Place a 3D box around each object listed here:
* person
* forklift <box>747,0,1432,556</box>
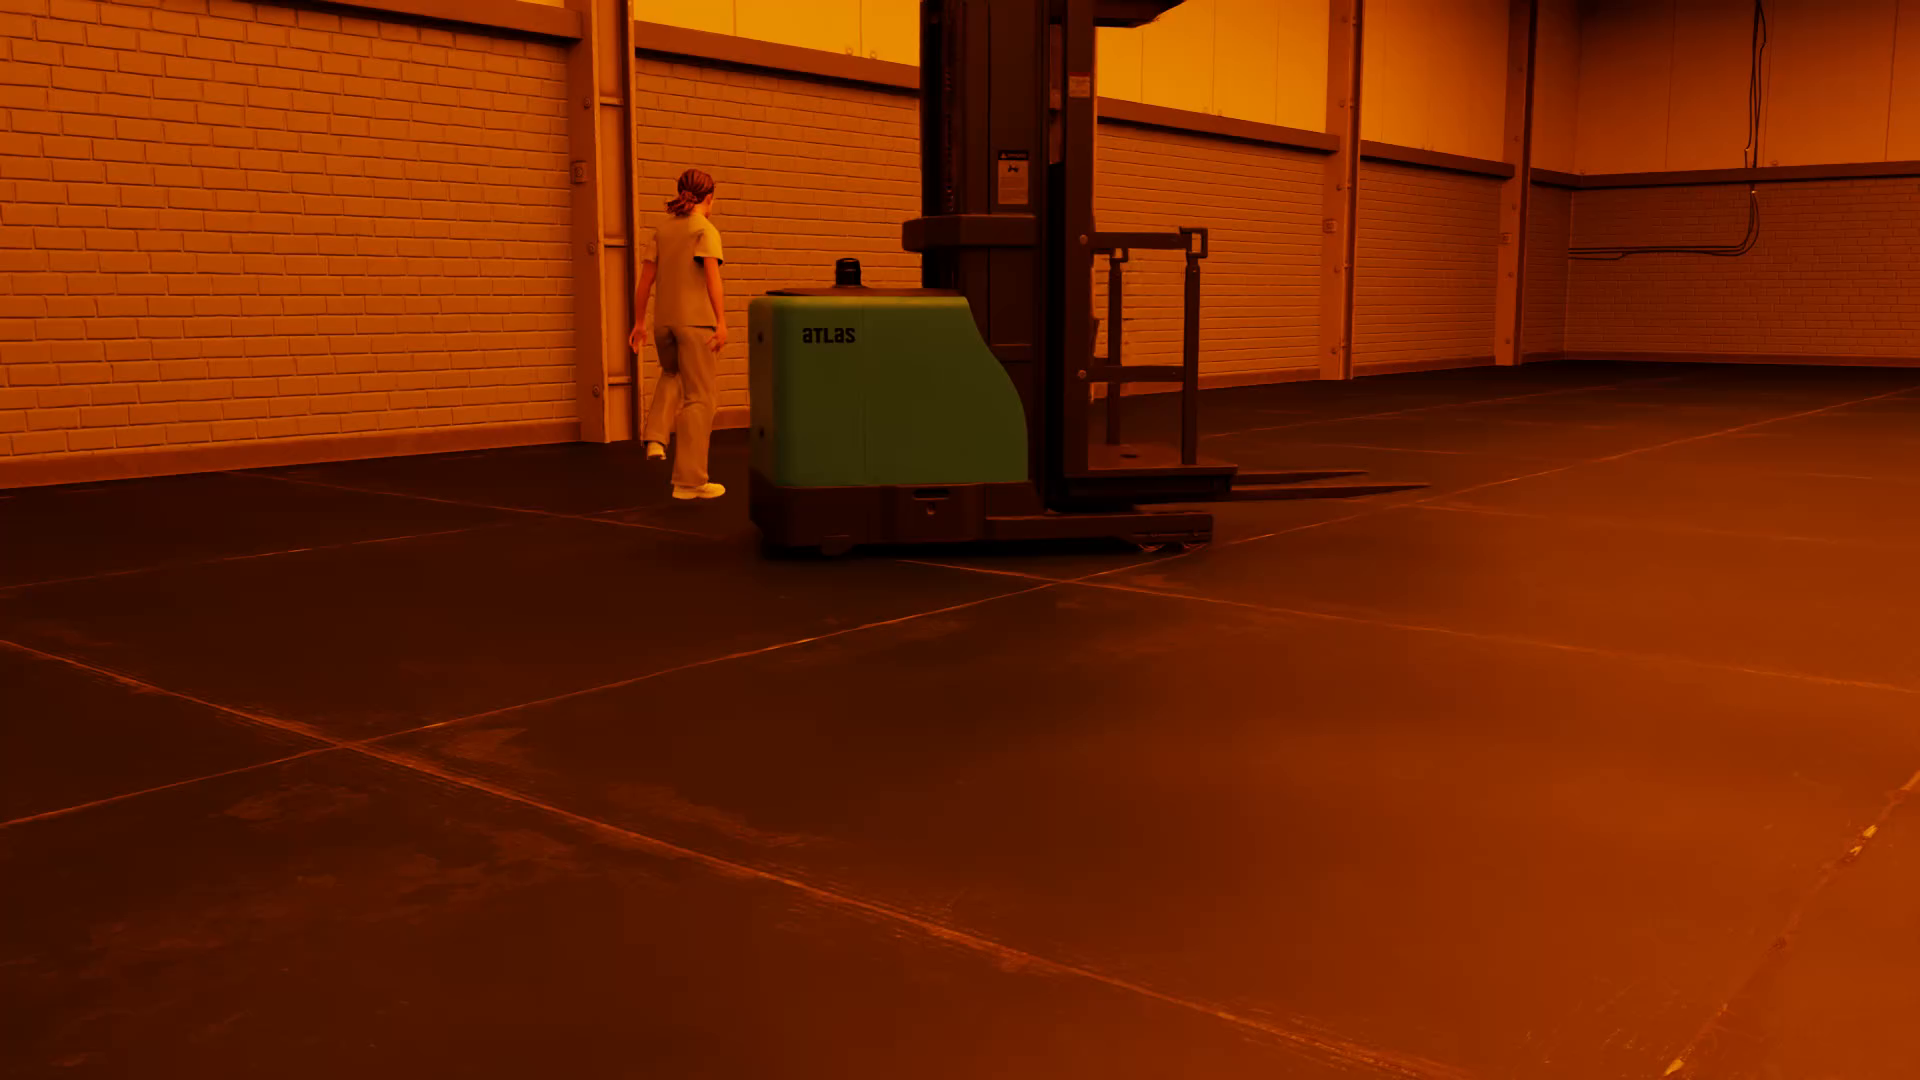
[{"bbox_3d":[-1.395,-1.058,8.520,0.766,1.662,0.468,6,10,36],"label":"person"},{"bbox_3d":[0.603,-1.475,7.359,3.031,2.935,1.130,-2,9,-14],"label":"forklift"}]
